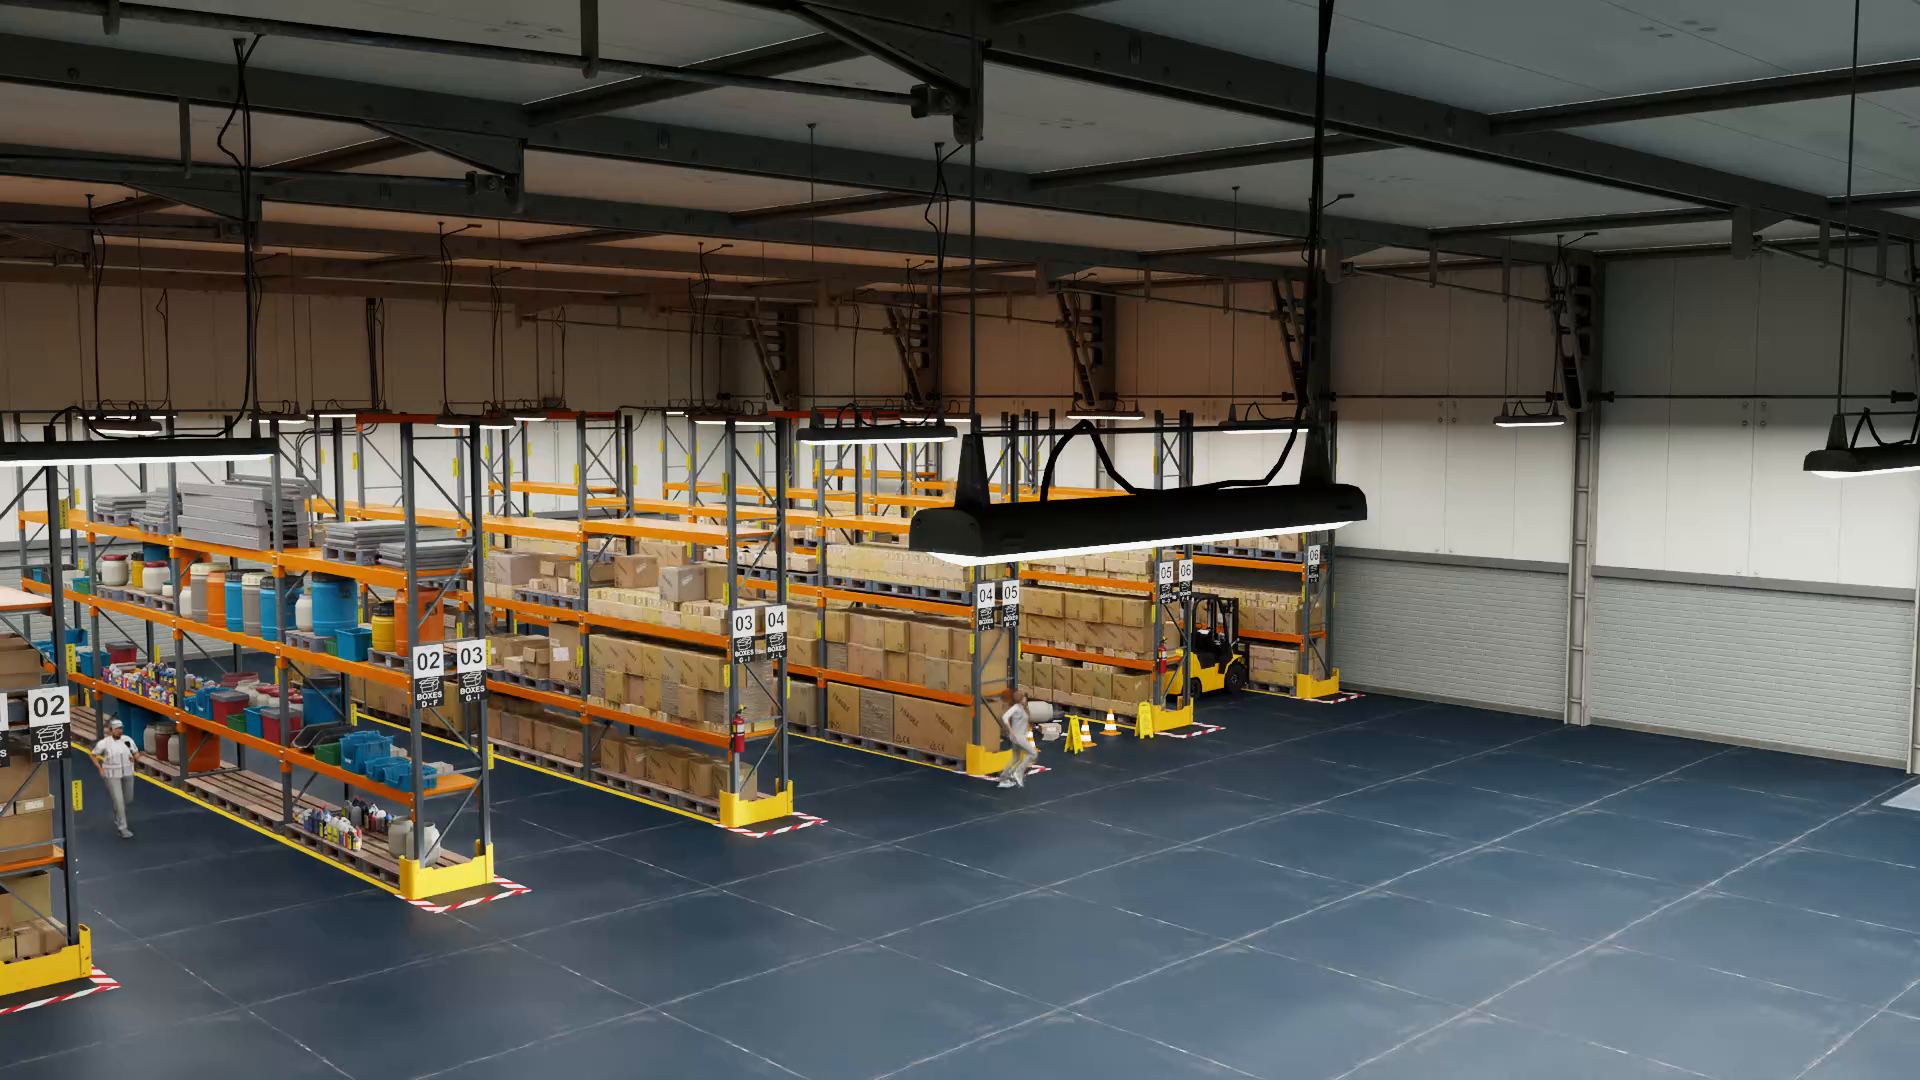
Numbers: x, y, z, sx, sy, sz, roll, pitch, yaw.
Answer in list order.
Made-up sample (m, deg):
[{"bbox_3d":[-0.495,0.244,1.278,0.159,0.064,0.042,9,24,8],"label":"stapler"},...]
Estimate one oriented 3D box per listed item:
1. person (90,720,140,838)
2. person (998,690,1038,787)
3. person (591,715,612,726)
[{"bbox_3d":[-12.155,3.411,24.012,0.899,1.643,0.615,4,7,40],"label":"person"},{"bbox_3d":[0.937,3.202,26.876,0.635,1.536,0.541,0,5,2],"label":"person"},{"bbox_3d":[-6.706,2.846,31.339,0.589,1.557,0.537,3,6,34],"label":"person"}]
